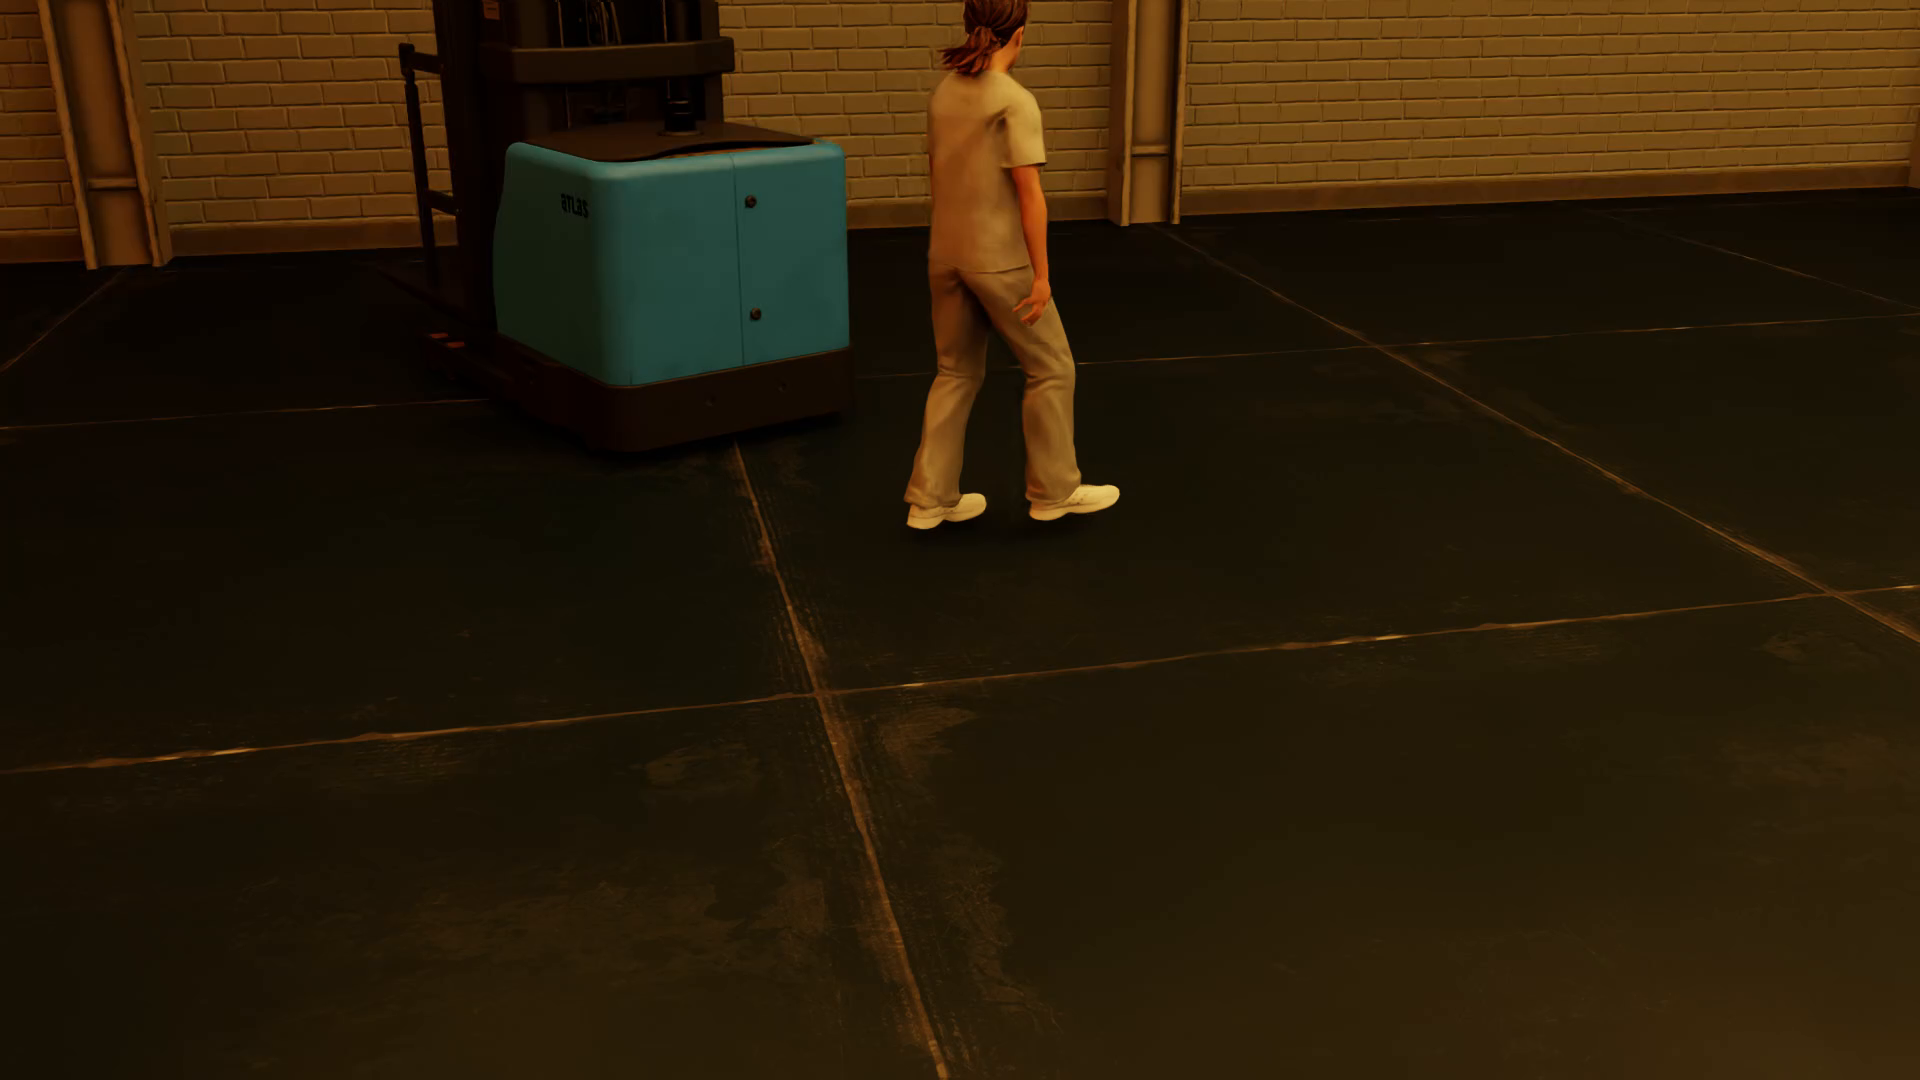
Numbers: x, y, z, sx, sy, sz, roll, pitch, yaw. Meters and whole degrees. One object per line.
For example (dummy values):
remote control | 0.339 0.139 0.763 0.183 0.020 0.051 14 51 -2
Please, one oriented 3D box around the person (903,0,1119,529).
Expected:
person | 0.127 -0.855 5.116 0.628 1.650 0.571 -19 28 -41

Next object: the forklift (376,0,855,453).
forklift | -1.694 -2.142 6.796 1.130 2.935 3.031 -15 26 -34
